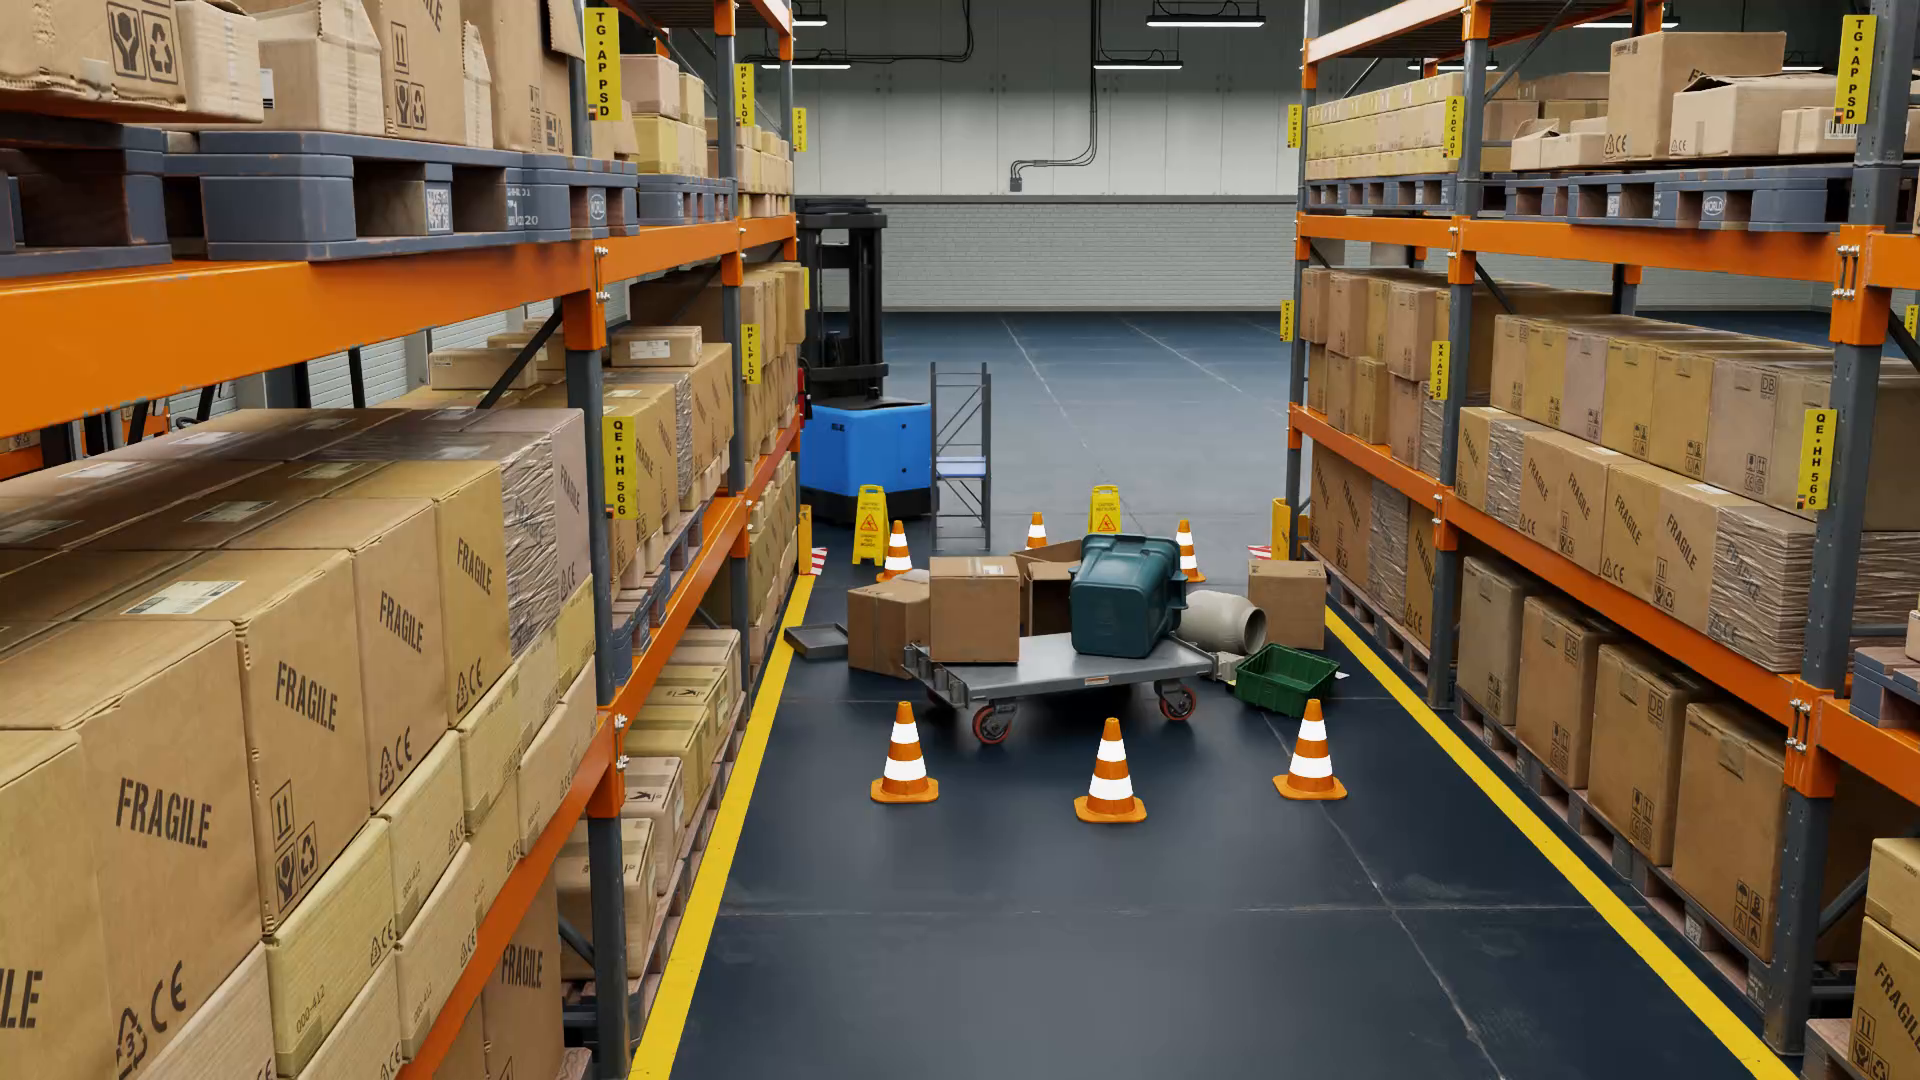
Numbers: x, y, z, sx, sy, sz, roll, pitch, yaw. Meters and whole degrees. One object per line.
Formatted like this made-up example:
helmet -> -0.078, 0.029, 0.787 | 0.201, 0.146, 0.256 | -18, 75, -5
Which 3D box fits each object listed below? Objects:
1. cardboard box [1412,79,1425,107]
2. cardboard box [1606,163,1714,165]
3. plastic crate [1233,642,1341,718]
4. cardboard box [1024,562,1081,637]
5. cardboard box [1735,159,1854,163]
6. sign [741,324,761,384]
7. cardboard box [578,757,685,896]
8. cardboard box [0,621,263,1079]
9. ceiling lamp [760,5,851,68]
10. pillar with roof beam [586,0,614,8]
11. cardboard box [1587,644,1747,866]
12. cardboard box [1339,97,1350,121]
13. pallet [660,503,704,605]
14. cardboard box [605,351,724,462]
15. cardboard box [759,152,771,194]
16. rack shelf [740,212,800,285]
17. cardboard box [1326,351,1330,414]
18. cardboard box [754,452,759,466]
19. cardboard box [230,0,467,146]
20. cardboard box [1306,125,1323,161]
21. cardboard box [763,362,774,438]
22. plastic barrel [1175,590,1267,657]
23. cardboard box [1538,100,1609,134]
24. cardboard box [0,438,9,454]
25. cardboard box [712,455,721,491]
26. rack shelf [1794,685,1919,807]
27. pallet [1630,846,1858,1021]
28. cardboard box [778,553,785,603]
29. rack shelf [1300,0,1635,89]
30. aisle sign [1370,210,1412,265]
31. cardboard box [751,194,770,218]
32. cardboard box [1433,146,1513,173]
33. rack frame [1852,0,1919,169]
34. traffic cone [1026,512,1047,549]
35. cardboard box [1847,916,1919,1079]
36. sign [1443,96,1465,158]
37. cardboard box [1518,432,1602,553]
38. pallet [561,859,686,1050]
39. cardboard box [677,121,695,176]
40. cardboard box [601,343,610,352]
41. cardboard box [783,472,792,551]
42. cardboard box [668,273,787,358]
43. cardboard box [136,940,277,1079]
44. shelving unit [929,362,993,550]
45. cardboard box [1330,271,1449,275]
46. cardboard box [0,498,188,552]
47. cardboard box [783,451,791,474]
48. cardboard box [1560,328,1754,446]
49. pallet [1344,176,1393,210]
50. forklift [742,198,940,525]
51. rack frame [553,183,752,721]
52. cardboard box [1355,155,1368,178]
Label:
cardboard box -> 2.908, -2.654, 9.873 | 0.380, 0.149, 0.250 | 0, 11, -1
cardboard box -> 3.071, -1.776, 7.257 | 0.396, 0.266, 0.258 | 0, 11, -1
plastic crate -> 1.931, 0.830, 9.849 | 0.450, 0.188, 0.662 | 17, 18, 26
cardboard box -> 0.810, 0.437, 10.800 | 0.797, 0.637, 0.503 | 0, 11, -1
cardboard box -> 3.511, -1.723, 6.879 | 0.500, 0.311, 0.500 | 0, 11, -2
sign -> -1.148, -1.020, 9.132 | 0.100, 0.325, 0.005 | 0, 11, -1
cardboard box -> -1.645, 1.168, 6.809 | 0.950, 0.372, 0.625 | 0, 11, -2
cardboard box -> -1.297, 0.412, 2.219 | 0.500, 0.500, 0.500 | 0, 11, -1
ceiling lamp -> -3.426, -12.097, 36.875 | 2.000, 3.185, 0.800 | 0, 11, -1
pillar with roof beam -> -3.826, -8.810, 35.353 | 9.100, 9.000, 0.548 | 0, 11, -1
cardboard box -> 3.383, 0.906, 7.149 | 1.050, 0.750, 0.750 | 0, 11, 0
cardboard box -> 2.871, -3.008, 11.617 | 0.380, 0.149, 0.250 | 0, 11, -2
pallet -> -1.702, 0.046, 7.271 | 1.003, 0.211, 1.213 | 0, 11, -1
cardboard box -> -1.452, -0.661, 8.217 | 0.500, 0.500, 0.500 | 0, 11, -1
cardboard box -> -1.455, -2.283, 10.352 | 0.500, 0.250, 0.500 | 0, 11, -1
rack shelf -> -1.744, -1.965, 10.965 | 1.077, 0.370, 4.000 | 0, 11, -1
cardboard box -> 3.248, -1.176, 12.435 | 0.875, 0.550, 0.550 | 0, 11, -1
cardboard box -> -1.452, -0.543, 10.321 | 0.380, 0.149, 0.250 | 0, 11, 1
cardboard box -> -1.293, -1.030, 3.242 | 0.500, 0.500, 0.500 | 0, 11, -1
cardboard box -> 2.915, -2.986, 12.508 | 0.500, 0.250, 0.500 | 0, 11, -1
cardboard box -> -1.464, -0.933, 10.613 | 0.500, 0.500, 0.500 | 0, 11, -2
plastic barrel -> 1.687, 0.553, 10.768 | 0.512, 0.421, 0.421 | 9, 15, 38
cardboard box -> 3.514, -2.386, 9.552 | 0.500, 0.250, 0.500 | 0, 11, -1
cardboard box -> -6.452, -0.771, 10.564 | 0.500, 0.500, 0.500 | 0, 11, -2
cardboard box -> -1.387, -0.328, 8.206 | 0.380, 0.149, 0.250 | 0, 11, -2
rack shelf -> 3.368, 1.055, 3.624 | 1.077, 0.370, 4.000 | 0, 11, -1
pallet -> 3.386, 1.514, 6.563 | 1.003, 0.211, 1.213 | 0, 11, -1
cardboard box -> -1.480, 0.263, 11.576 | 0.500, 0.250, 0.500 | -1, 11, -3
rack shelf -> 3.203, -3.279, 10.906 | 1.077, 0.370, 4.000 | 0, 11, -1
aisle sign -> 3.460, -2.575, 13.168 | 0.394, 0.787, 0.004 | 0, 11, -1
cardboard box -> -1.403, -2.116, 10.534 | 0.380, 0.149, 0.250 | 0, 11, -2
cardboard box -> 2.917, -2.163, 9.457 | 0.380, 0.149, 0.250 | 0, 11, -1
rack frame -> 3.327, -2.635, 4.916 | 1.000, 3.000, 0.127 | 0, 11, -1
traffic cone -> 0.616, 0.006, 13.364 | 0.336, 0.463, 0.334 | 0, 11, -1
cardboard box -> 3.087, 1.466, 5.021 | 0.500, 0.500, 0.500 | -1, 11, -4
sign -> 2.690, -2.250, 9.061 | 0.100, 0.325, 0.005 | 0, 11, -1
cardboard box -> 3.005, -0.234, 7.916 | 0.500, 0.500, 0.500 | 0, 11, -1
pallet -> -1.635, 1.557, 6.356 | 1.003, 0.211, 1.213 | 0, 11, -1
cardboard box -> -1.540, -1.836, 7.842 | 0.500, 0.250, 0.500 | 0, 11, 0
cardboard box -> -1.980, -0.756, 8.686 | 0.500, 0.500, 0.500 | 0, 11, 0
cardboard box -> -1.494, -0.209, 12.018 | 0.500, 0.500, 0.500 | 0, 11, 1
cardboard box -> -1.467, -1.425, 10.522 | 0.700, 0.500, 0.500 | 0, 11, -2
cardboard box -> -1.303, 0.777, 2.306 | 0.500, 0.250, 0.500 | 0, 11, 0
shelving unit -> -0.002, -0.752, 14.494 | 0.538, 1.500, 1.048 | 0, 11, -1
cardboard box -> 3.234, -1.705, 12.327 | 0.875, 0.550, 0.550 | 0, 11, -1
cardboard box -> -1.832, 0.207, 3.228 | 0.500, 0.500, 0.500 | 0, 11, 0
cardboard box -> -1.433, -0.558, 12.106 | 0.380, 0.149, 0.250 | 0, 11, 0
cardboard box -> 3.283, -0.728, 7.837 | 0.700, 0.500, 0.500 | 0, 11, -1
pallet -> 3.216, -2.321, 11.136 | 1.003, 0.211, 1.213 | 0, 11, -1
forklift -> -1.497, -1.809, 16.102 | 1.130, 2.935, 3.031 | -9, 15, -38
rack frame -> -1.702, -0.450, 9.232 | 1.000, 3.000, 0.127 | 0, 11, -1
cardboard box -> 2.880, -2.516, 11.197 | 0.380, 0.149, 0.250 | 0, 11, -1
